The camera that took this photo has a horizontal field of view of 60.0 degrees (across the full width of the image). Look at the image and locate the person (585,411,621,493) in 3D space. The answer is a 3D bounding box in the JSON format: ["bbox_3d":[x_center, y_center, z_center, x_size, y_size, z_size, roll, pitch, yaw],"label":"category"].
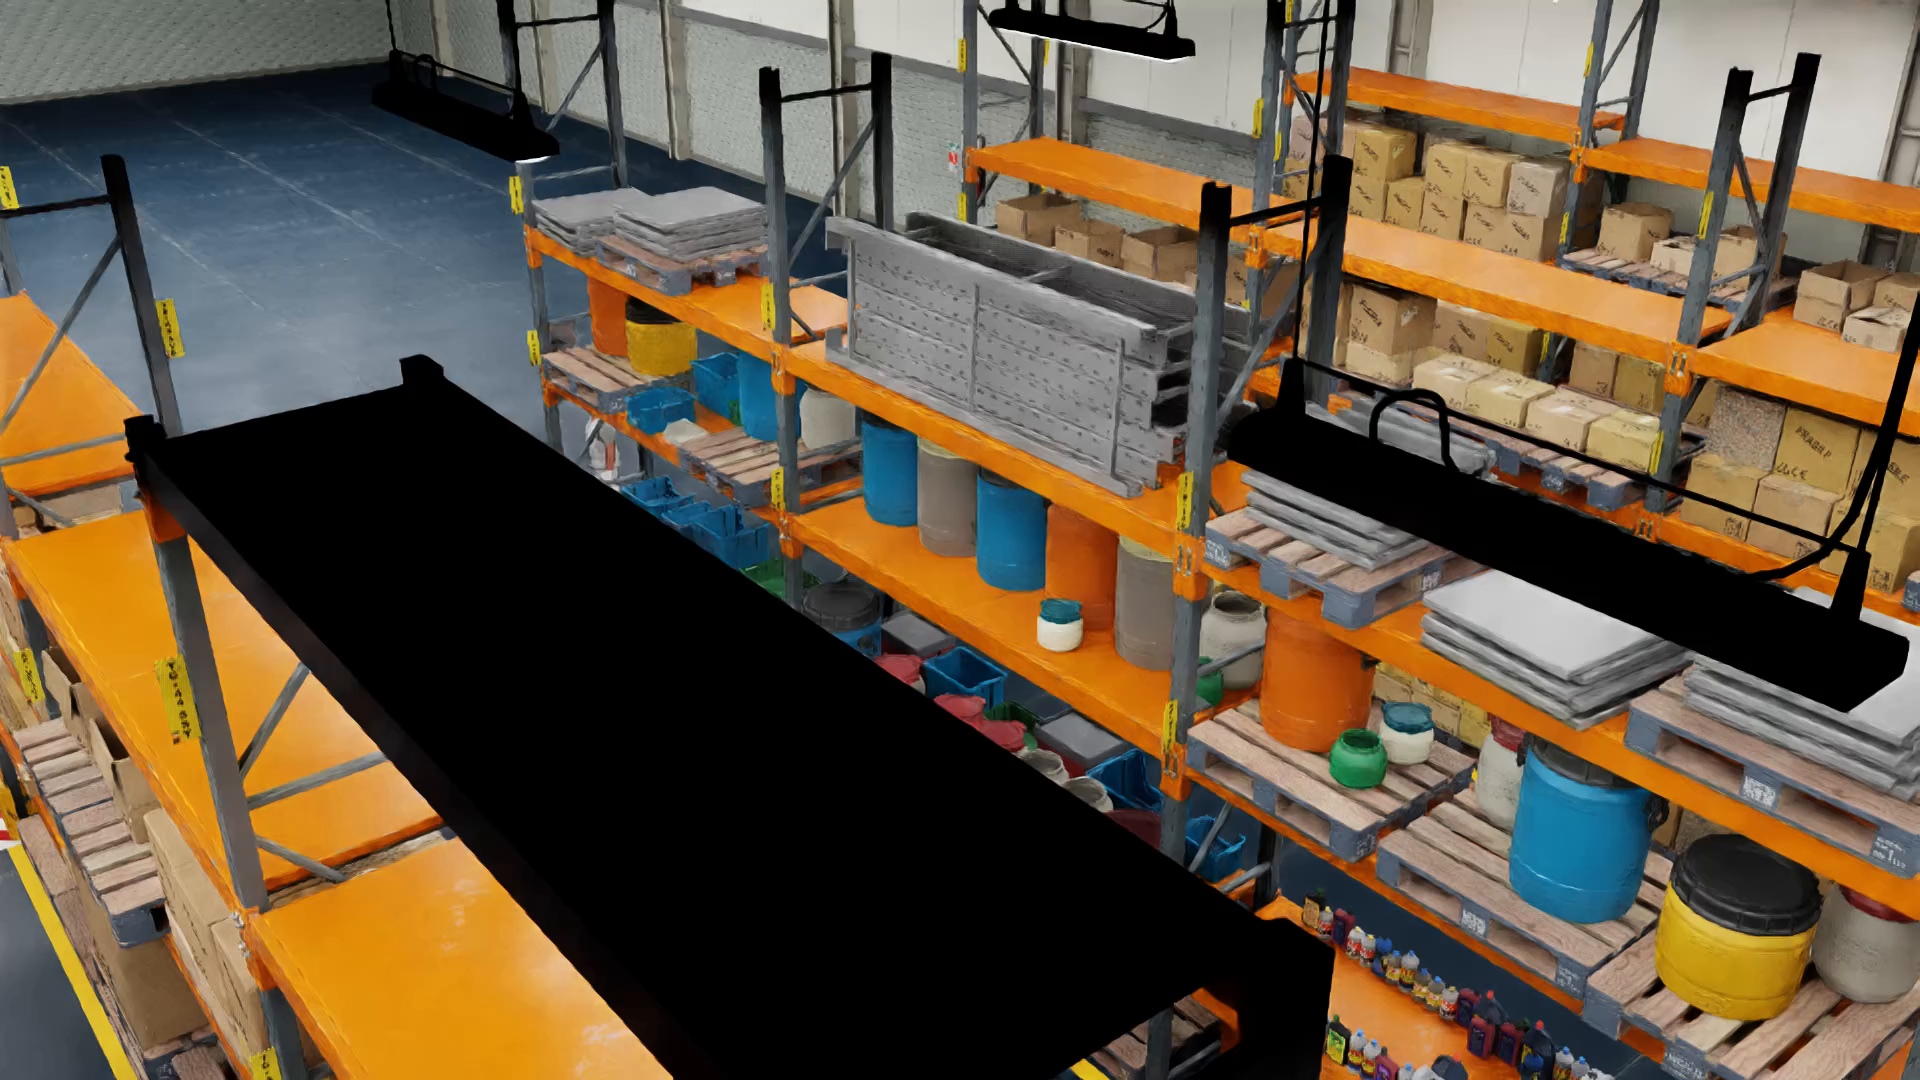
[{"bbox_3d":[-3.811,-0.789,17.805,0.430,1.790,0.637,-8,27,-16],"label":"person"}]
